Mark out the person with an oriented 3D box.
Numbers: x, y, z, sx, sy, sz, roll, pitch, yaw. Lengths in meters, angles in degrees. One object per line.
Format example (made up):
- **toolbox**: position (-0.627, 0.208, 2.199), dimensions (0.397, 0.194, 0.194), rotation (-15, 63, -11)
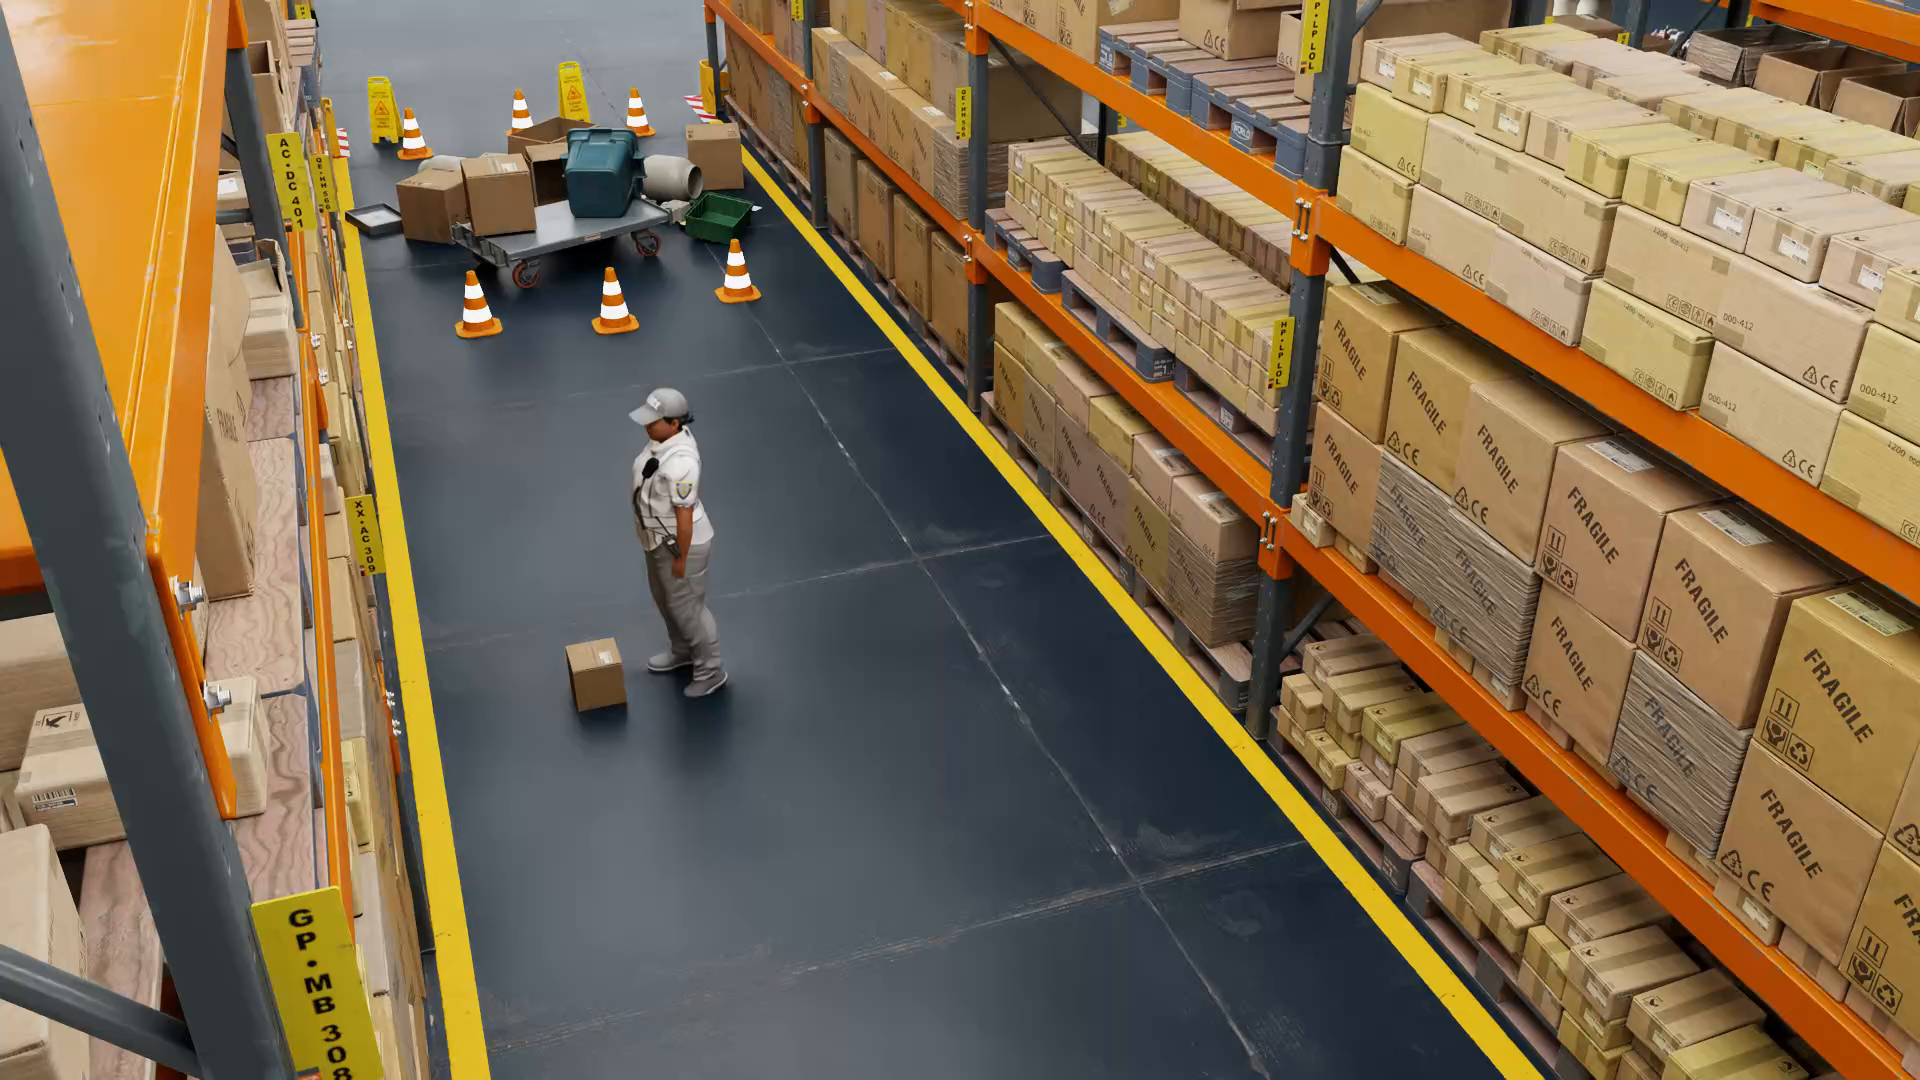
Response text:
- **person**: position (-1.432, 0.031, 8.340), dimensions (0.387, 1.715, 0.469), rotation (-10, 31, -16)
